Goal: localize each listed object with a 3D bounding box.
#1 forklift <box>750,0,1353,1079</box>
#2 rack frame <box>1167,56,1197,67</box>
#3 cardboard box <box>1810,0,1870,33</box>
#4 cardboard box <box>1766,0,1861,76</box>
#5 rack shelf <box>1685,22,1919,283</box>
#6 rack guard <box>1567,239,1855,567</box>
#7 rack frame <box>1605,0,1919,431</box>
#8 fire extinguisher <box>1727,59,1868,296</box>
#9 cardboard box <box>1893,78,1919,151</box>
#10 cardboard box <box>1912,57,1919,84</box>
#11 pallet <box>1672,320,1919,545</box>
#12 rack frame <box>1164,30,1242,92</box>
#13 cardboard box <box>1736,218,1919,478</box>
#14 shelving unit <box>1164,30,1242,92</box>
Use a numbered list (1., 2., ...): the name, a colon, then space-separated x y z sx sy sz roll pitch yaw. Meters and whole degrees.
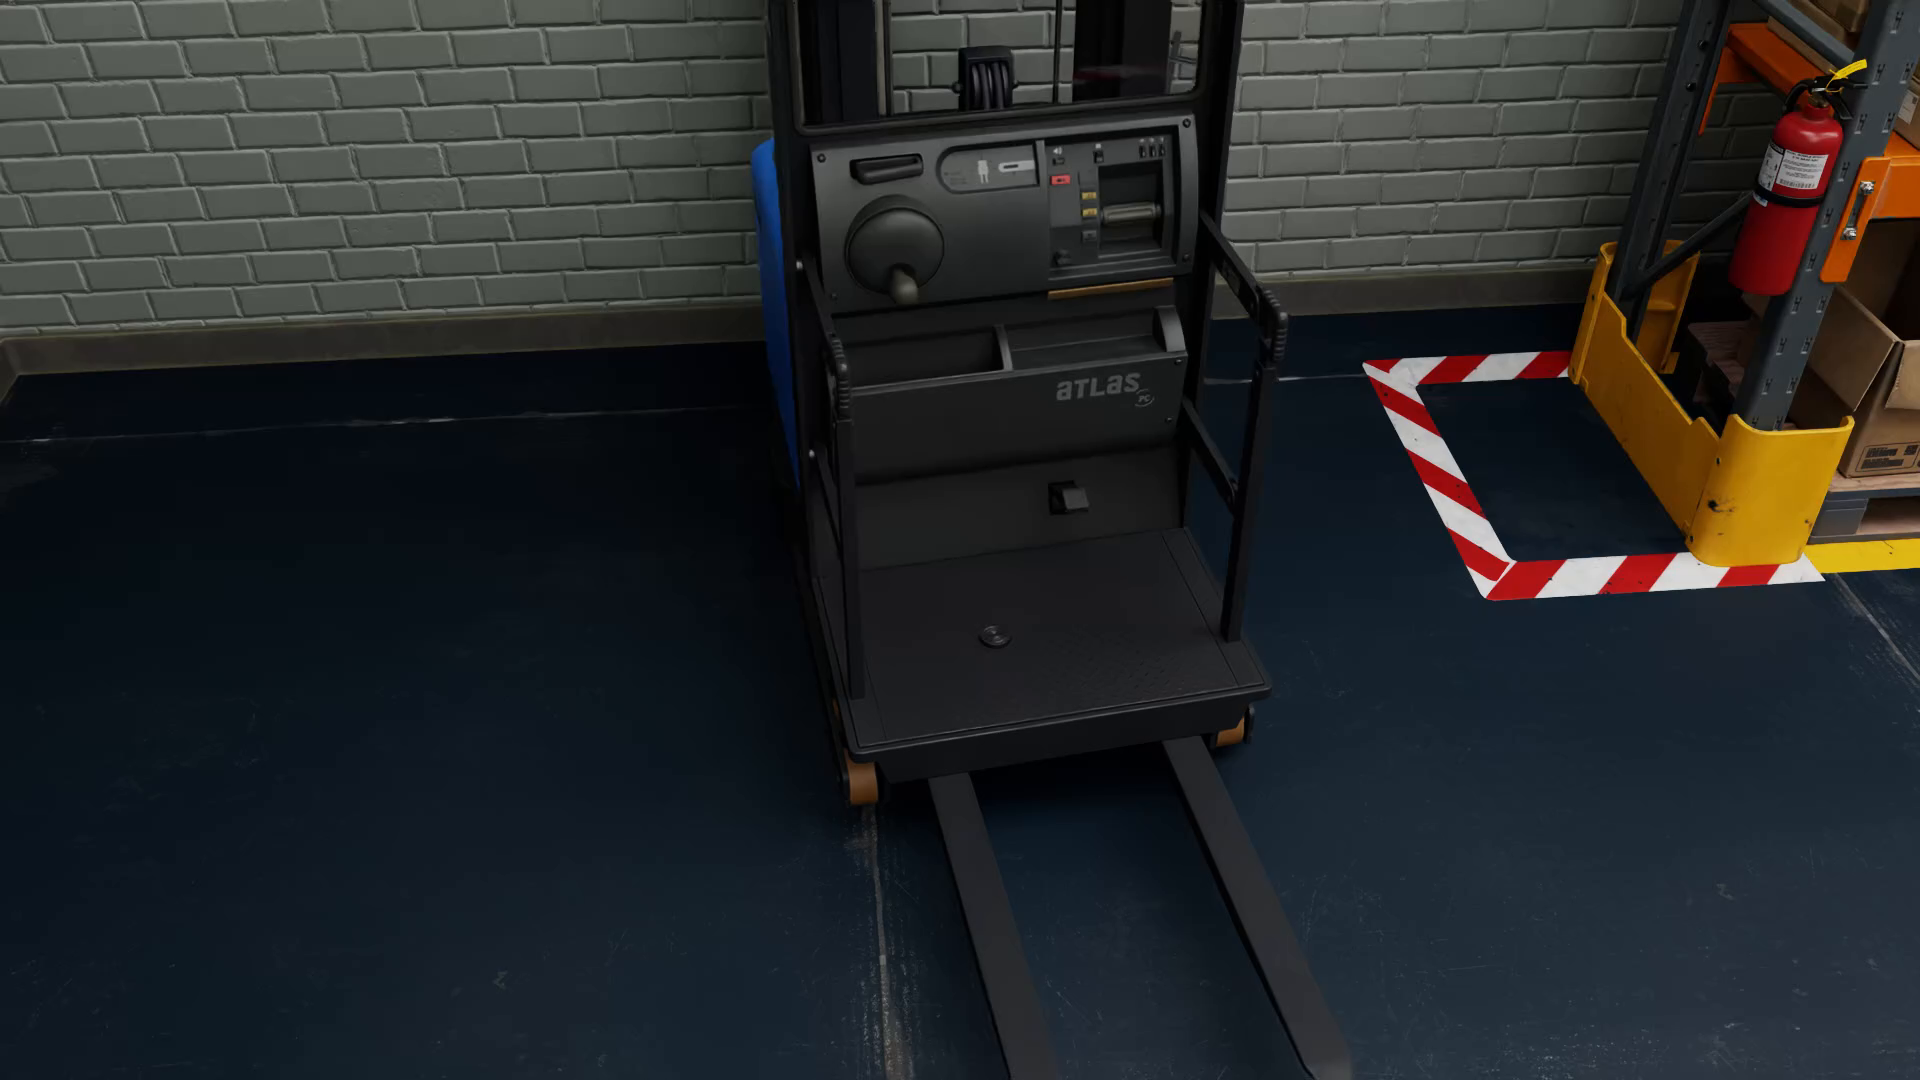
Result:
1. forklift: 0.164 -0.712 3.786 1.130 2.935 3.031 -8 39 -10
2. rack frame: 0.637 -1.088 5.615 0.240 1.200 0.006 20 22 24
3. cardboard box: 2.772 -1.702 4.867 0.500 0.250 0.500 -2 38 -3
4. cardboard box: 2.644 -1.541 4.984 0.250 0.149 0.380 -4 38 -4
5. rack shelf: 4.330 -1.283 5.035 4.000 0.370 1.077 -3 38 -4
6. rack guard: 2.413 -0.478 5.453 0.348 0.500 1.175 -3 38 -4
7. rack frame: 2.338 -1.456 4.673 0.127 3.000 1.000 -3 38 -4
8. fire extinguisher: 2.232 -0.986 4.441 0.183 0.674 0.296 -3 38 -4
9. cardboard box: 2.689 -1.206 4.559 0.250 0.149 0.380 -3 38 -4
10. cardboard box: 2.813 -1.372 4.448 0.500 0.250 0.500 -3 38 -4
11. pallet: 3.207 -0.409 5.599 1.213 0.211 1.003 -3 38 -4
12. rack frame: 0.726 -1.130 5.770 0.240 1.200 0.006 20 22 24
13. cardboard box: 2.955 -0.616 5.285 0.637 0.503 0.797 -5 39 -6
14. shelving unit: 0.682 -1.109 5.692 0.258 1.200 0.189 20 22 24
